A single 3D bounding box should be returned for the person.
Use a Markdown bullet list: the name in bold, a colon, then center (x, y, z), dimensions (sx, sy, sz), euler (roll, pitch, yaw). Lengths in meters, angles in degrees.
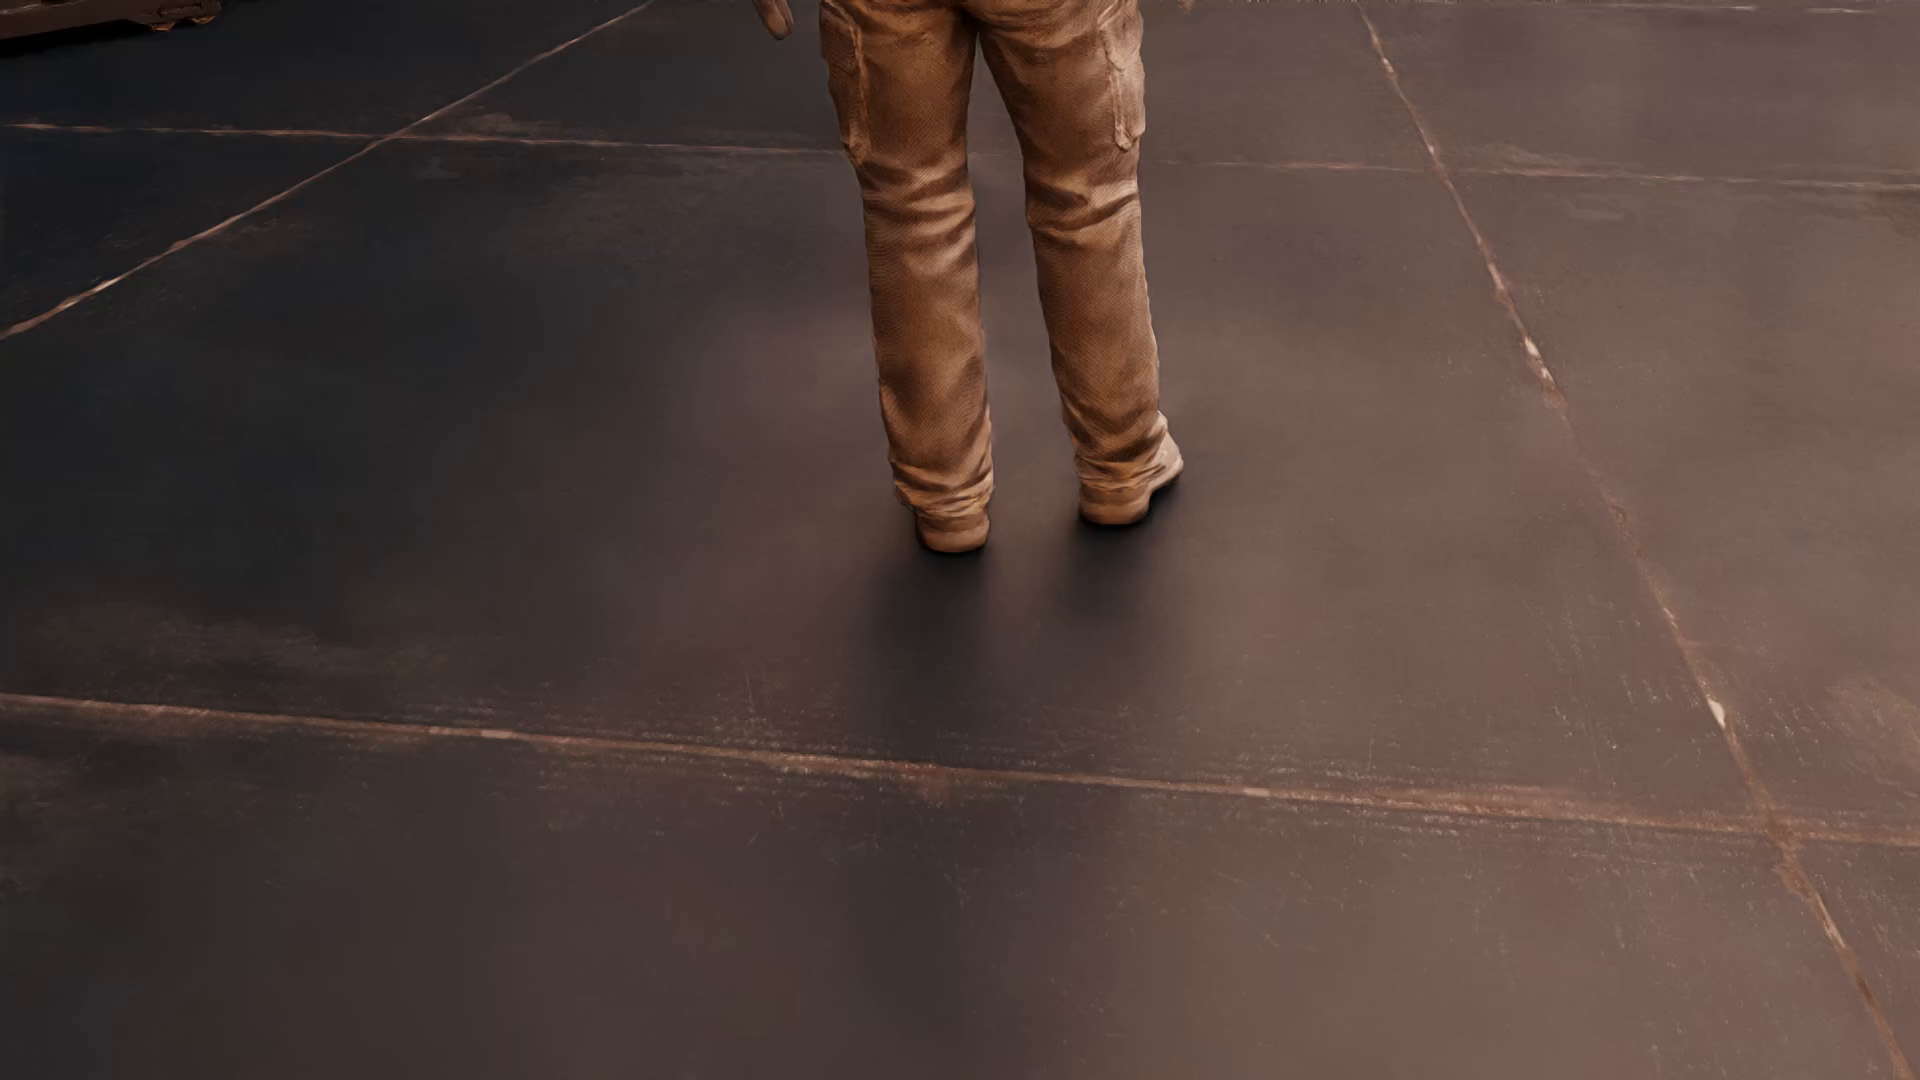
- **person**: center (0.017, -0.835, 2.162), dimensions (0.655, 1.782, 0.576), euler (3, 27, 7)
